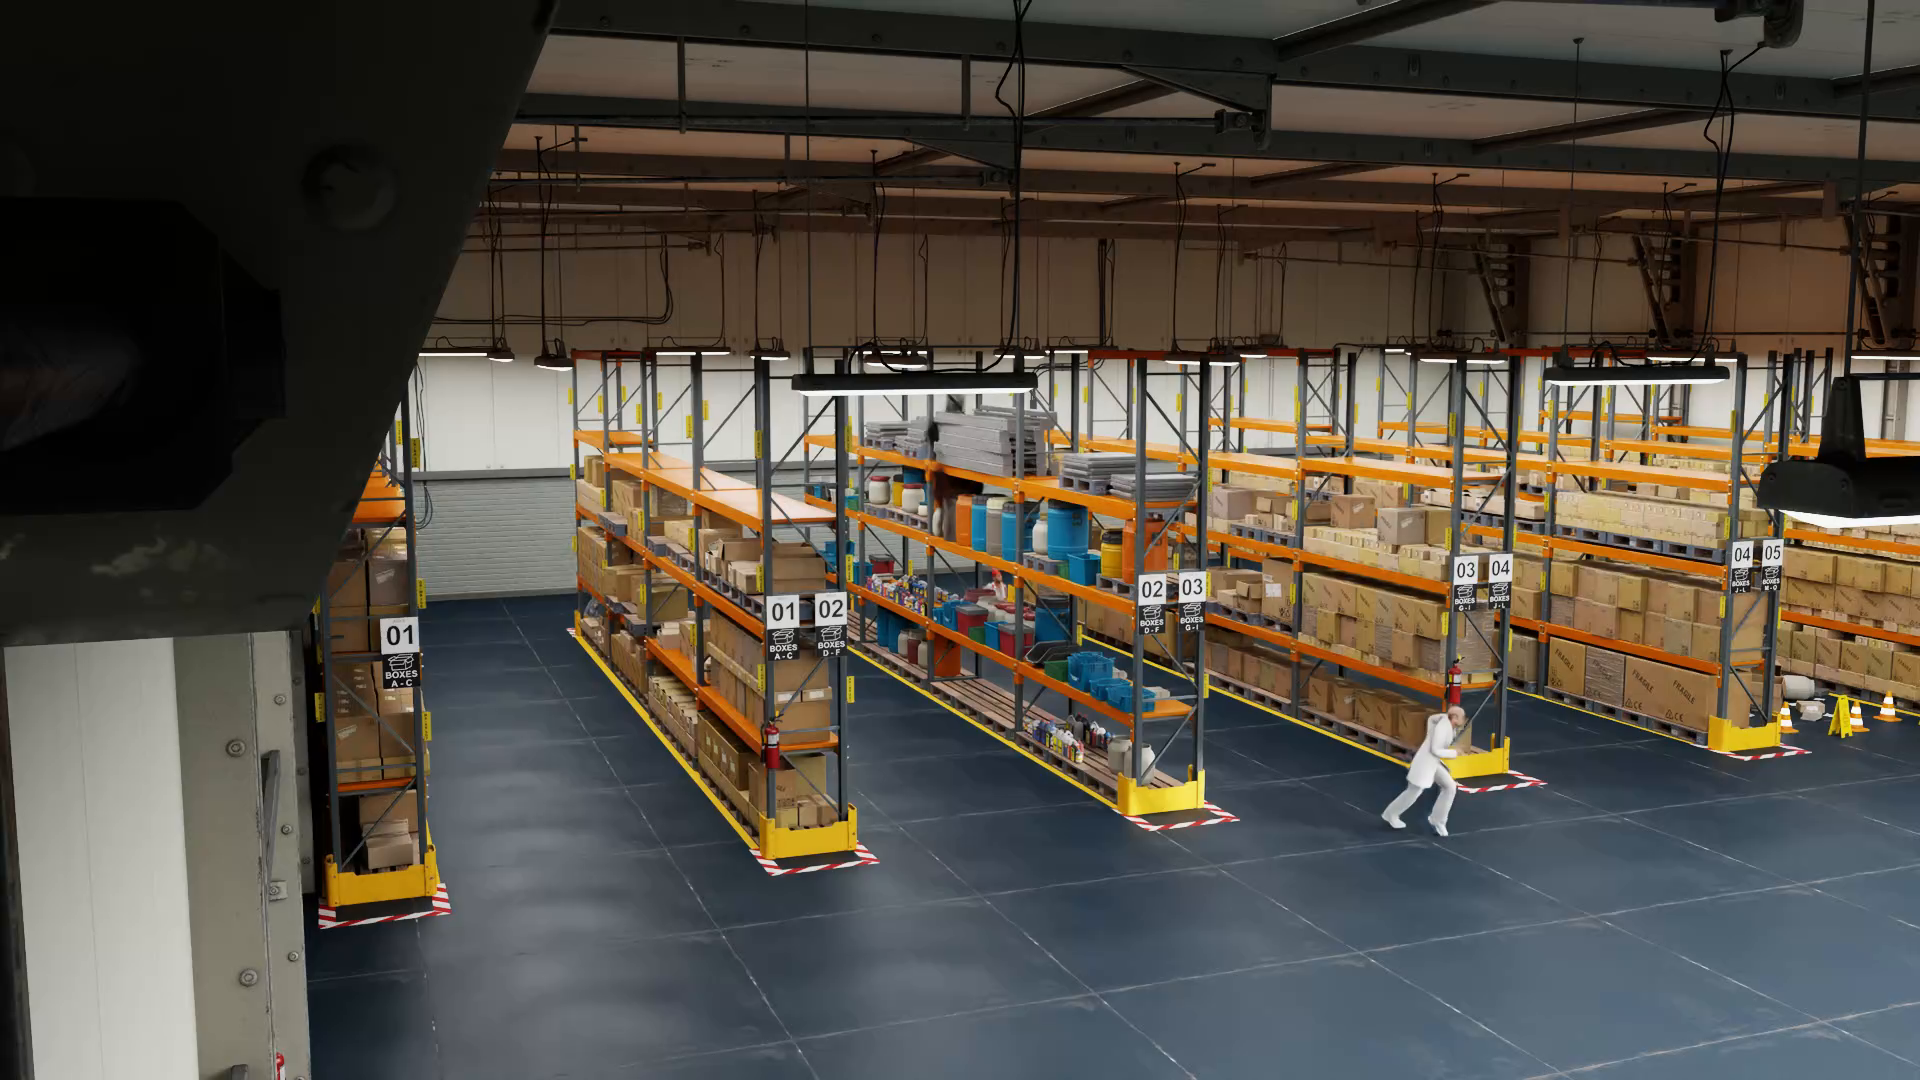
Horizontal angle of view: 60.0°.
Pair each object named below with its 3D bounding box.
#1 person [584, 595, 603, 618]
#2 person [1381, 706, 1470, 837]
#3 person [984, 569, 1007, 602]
[{"bbox_3d":[-7.982,0.947,36.445,0.639,1.757,0.684,0,7,-3],"label":"person"},{"bbox_3d":[5.908,2.919,21.084,1.072,1.728,0.752,3,8,26],"label":"person"},{"bbox_3d":[0.694,1.433,32.491,0.643,1.752,0.636,-4,8,-32],"label":"person"}]
